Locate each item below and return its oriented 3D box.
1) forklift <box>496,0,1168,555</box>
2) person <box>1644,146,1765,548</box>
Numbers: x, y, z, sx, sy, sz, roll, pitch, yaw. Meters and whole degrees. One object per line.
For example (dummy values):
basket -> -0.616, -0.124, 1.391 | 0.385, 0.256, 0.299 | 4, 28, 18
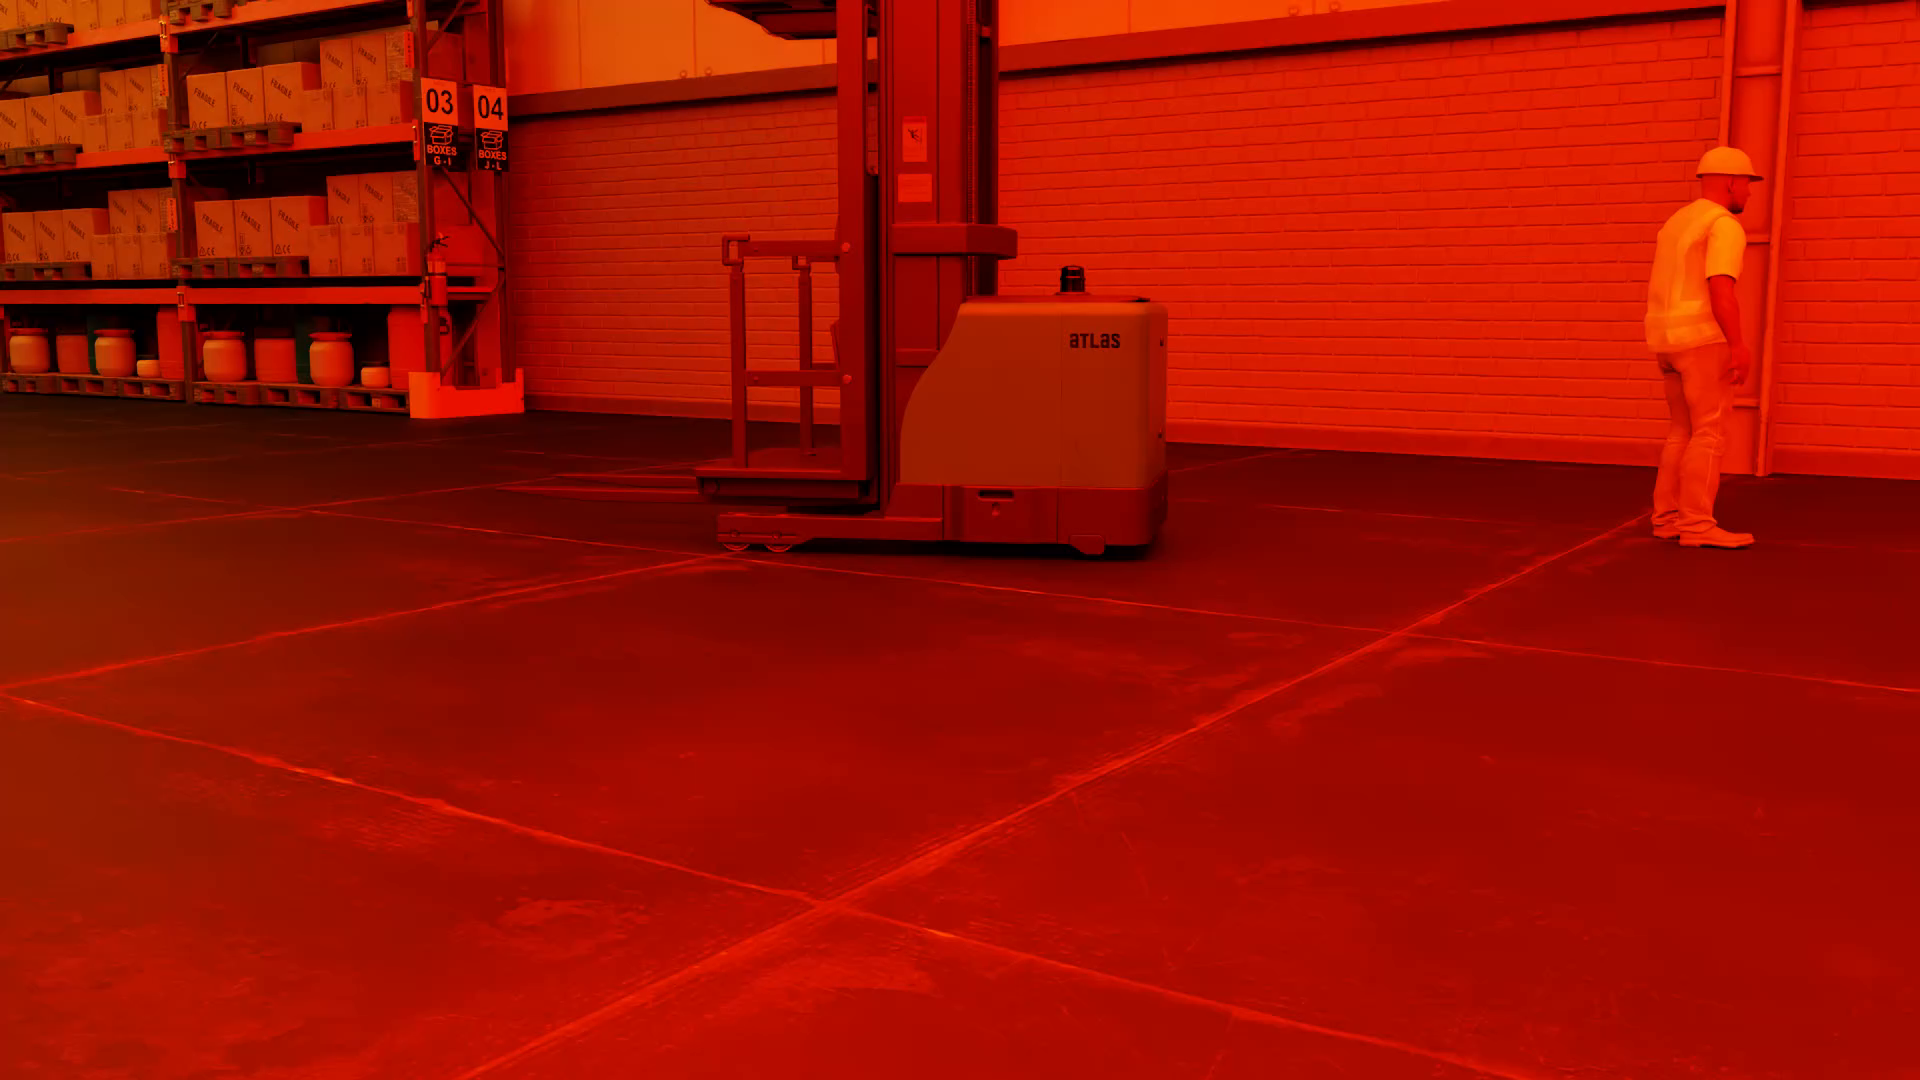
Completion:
forklift -> -0.596, -1.469, 7.520 | 3.031, 2.935, 1.130 | 2, 8, 12
person -> 3.337, -0.868, 7.468 | 0.457, 1.761, 0.638 | 0, 8, 0
